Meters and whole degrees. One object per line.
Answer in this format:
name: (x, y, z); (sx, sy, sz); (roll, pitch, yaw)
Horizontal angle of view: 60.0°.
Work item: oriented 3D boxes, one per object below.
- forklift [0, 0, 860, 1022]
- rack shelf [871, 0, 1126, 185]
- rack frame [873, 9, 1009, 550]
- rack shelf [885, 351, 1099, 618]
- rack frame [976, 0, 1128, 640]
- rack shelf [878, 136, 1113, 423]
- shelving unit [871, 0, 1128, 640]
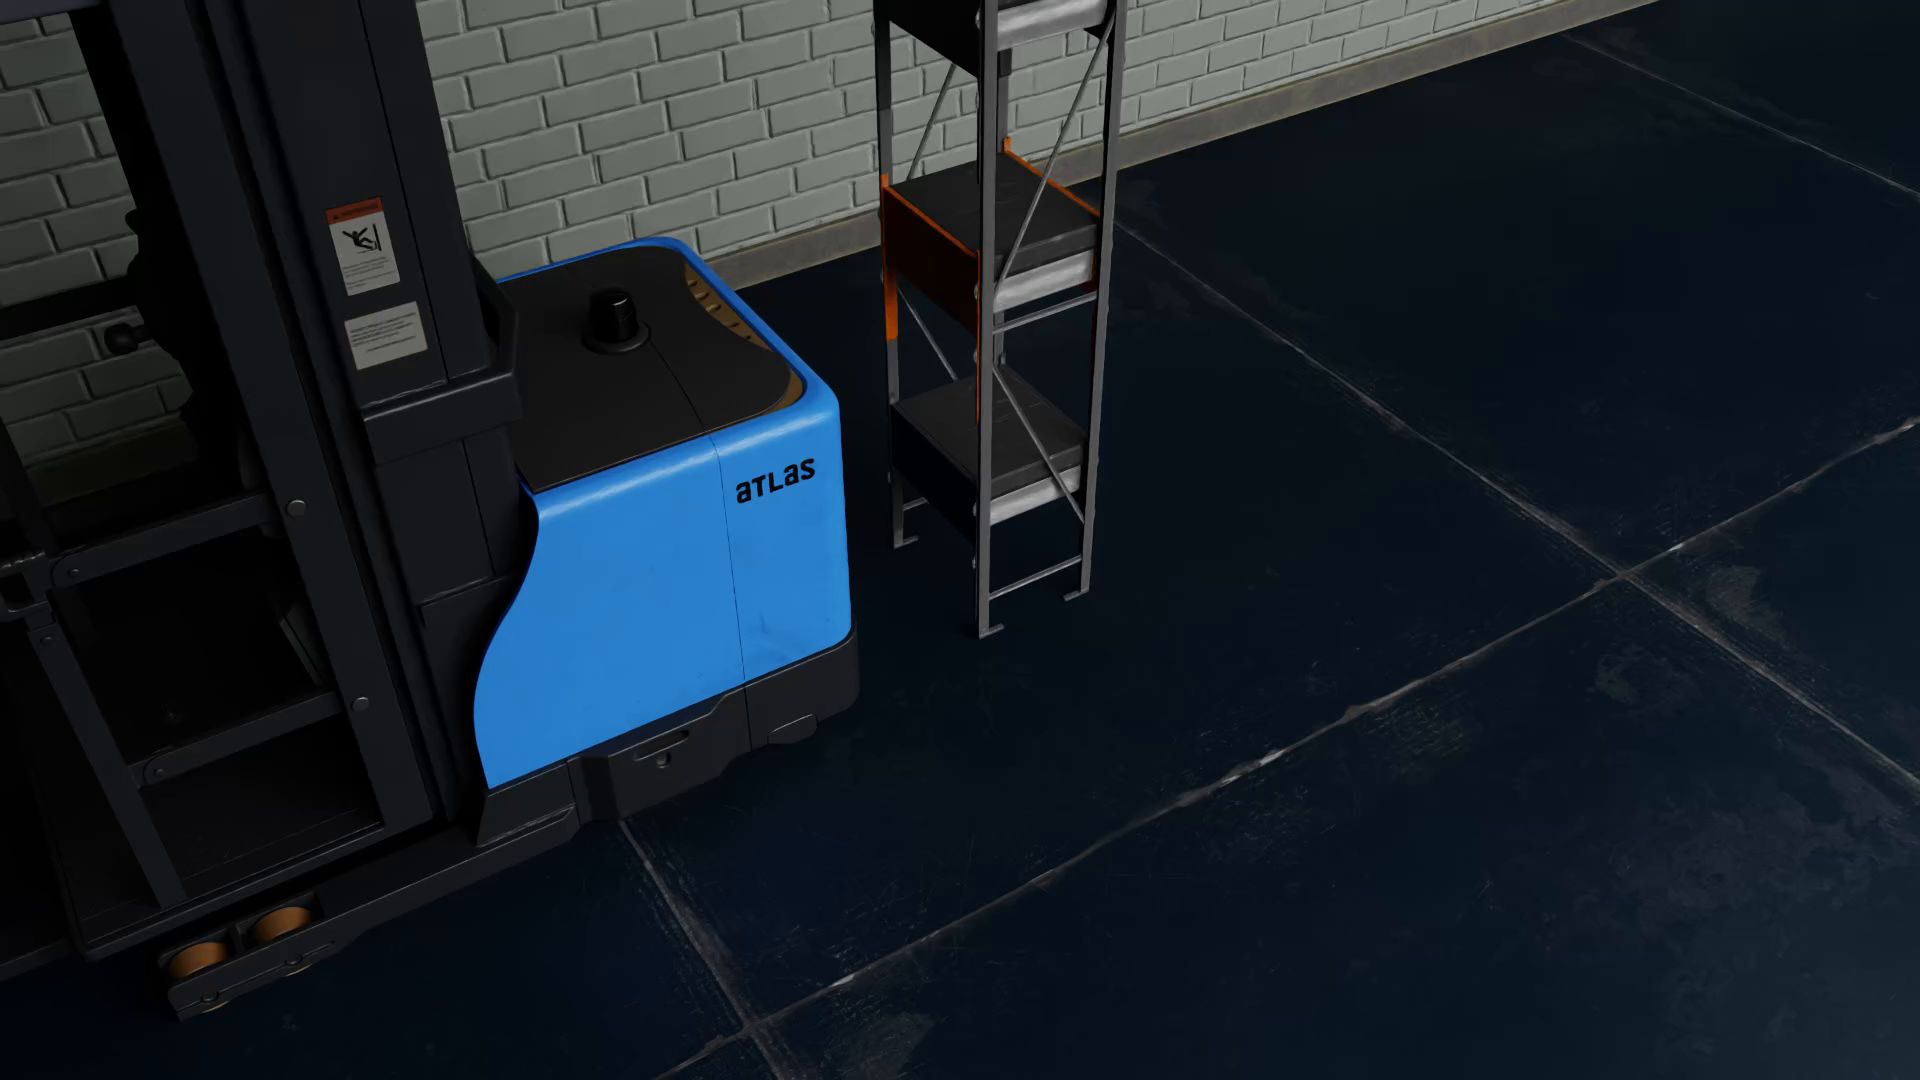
forklift: (-1.800, -0.404, 3.445); (3.031, 2.935, 1.130); (-22, 45, -24)
rack shelf: (0.089, -1.245, 4.031); (0.431, 0.518, 0.480); (-22, 45, -24)
rack frame: (-0.042, -0.849, 4.629); (0.400, 2.100, 0.015); (-22, 45, -24)
rack shelf: (0.089, -0.169, 4.927); (0.431, 0.518, 0.480); (-22, 45, -24)
rack frame: (0.220, -0.586, 4.313); (0.400, 2.100, 0.015); (-22, 45, -24)
rack shelf: (0.089, -0.707, 4.479); (0.431, 0.518, 0.480); (-22, 45, -24)
shelving unit: (0.089, -0.717, 4.471); (0.431, 2.100, 0.503); (-22, 45, -24)
